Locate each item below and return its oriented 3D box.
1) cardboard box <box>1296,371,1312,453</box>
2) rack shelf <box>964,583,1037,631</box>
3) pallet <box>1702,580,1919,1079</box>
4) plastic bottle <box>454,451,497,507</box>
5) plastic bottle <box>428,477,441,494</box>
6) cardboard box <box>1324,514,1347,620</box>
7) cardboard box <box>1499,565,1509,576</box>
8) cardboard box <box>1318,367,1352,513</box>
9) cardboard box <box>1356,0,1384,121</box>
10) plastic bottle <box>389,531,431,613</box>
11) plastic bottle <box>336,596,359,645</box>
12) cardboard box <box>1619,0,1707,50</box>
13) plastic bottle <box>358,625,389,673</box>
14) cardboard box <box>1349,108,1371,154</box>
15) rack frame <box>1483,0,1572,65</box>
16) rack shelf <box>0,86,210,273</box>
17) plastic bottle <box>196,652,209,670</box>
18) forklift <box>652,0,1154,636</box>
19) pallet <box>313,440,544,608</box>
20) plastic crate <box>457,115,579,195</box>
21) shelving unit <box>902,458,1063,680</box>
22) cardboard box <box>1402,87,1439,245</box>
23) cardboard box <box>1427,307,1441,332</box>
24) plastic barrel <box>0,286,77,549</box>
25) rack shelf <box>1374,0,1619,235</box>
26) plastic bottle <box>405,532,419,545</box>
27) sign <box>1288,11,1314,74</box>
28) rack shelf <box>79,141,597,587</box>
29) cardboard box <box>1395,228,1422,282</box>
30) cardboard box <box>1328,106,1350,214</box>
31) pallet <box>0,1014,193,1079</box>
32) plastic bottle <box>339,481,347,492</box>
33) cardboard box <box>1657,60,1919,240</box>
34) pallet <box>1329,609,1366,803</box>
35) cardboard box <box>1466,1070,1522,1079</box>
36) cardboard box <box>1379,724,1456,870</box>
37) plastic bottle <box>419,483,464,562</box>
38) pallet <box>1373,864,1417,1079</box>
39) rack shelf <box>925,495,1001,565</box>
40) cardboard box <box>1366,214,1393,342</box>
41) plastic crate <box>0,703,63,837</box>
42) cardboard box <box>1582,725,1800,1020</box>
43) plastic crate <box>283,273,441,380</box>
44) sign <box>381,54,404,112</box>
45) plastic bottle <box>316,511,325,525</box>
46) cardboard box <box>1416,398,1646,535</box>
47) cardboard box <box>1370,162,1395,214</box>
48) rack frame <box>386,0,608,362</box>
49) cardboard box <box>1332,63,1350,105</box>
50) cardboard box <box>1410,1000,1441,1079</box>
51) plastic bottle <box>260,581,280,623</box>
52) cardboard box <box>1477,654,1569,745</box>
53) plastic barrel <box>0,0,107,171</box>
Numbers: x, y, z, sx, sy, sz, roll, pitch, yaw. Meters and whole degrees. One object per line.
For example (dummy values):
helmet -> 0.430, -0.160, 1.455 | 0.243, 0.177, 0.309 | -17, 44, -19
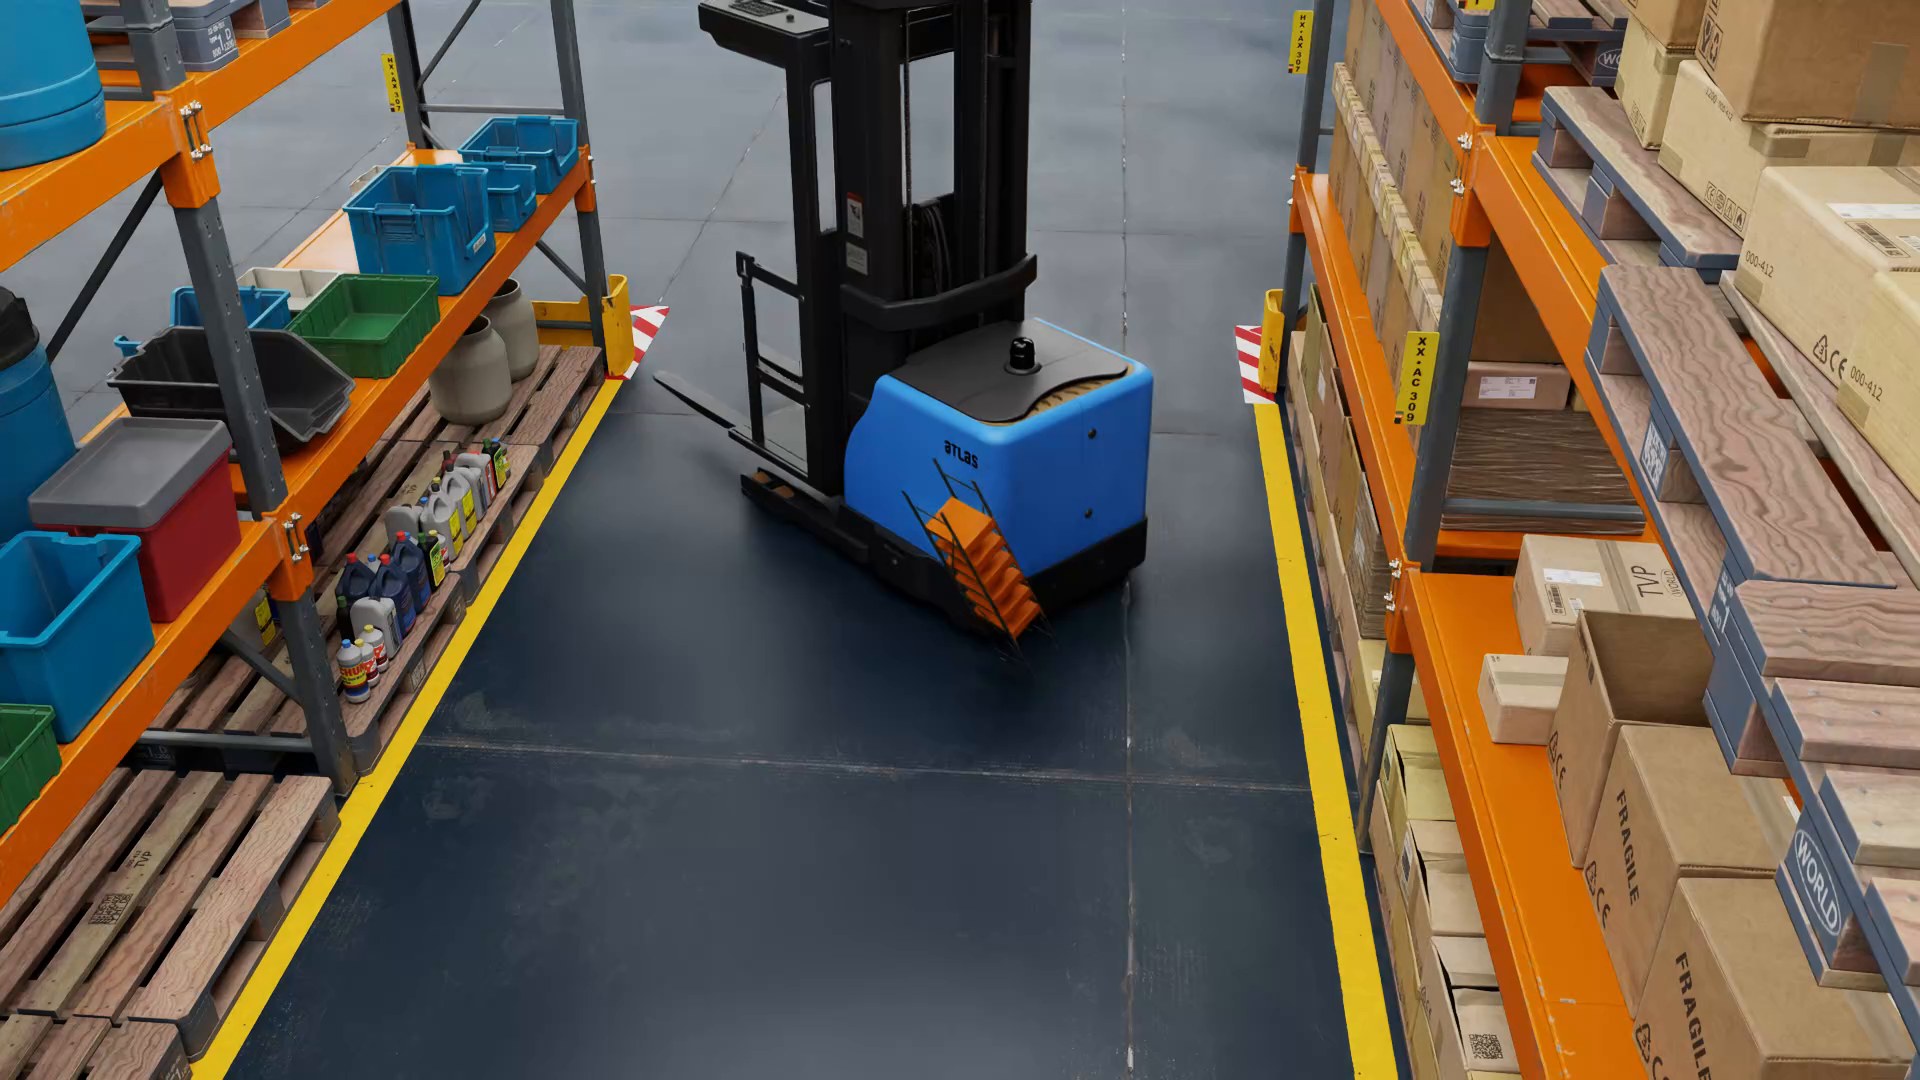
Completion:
cardboard box -> 2.039, -0.658, 8.680 | 0.500, 0.250, 0.500 | 2, 32, 4
rack shelf -> 0.166, 0.242, 7.031 | 0.258, 0.103, 0.180 | 30, 69, 38
pallet -> 1.656, 0.445, 1.989 | 1.213, 0.211, 1.003 | 4, 32, 6
plastic bottle -> -2.356, -0.314, 8.078 | 0.152, 0.276, 0.135 | 3, 32, 4
plastic bottle -> -2.493, -0.206, 7.973 | 0.097, 0.201, 0.097 | 0, 32, 0
cardboard box -> 1.912, 0.126, 7.408 | 0.500, 0.250, 0.500 | 2, 32, 4
cardboard box -> 2.398, 0.090, 6.750 | 0.500, 0.500, 0.500 | 2, 32, 4
cardboard box -> 1.951, -0.455, 7.635 | 0.500, 0.500, 0.500 | 2, 32, 4
cardboard box -> 2.249, -2.231, 7.680 | 0.700, 0.500, 0.500 | 2, 32, 3
plastic bottle -> -2.426, 0.133, 7.281 | 0.144, 0.351, 0.185 | 1, 32, 2
plastic bottle -> -2.565, 0.342, 7.006 | 0.061, 0.283, 0.133 | 2, 32, 4
cardboard box -> 1.926, -1.481, 3.964 | 0.500, 0.500, 0.500 | 3, 32, 5
plastic bottle -> -2.442, 0.445, 6.917 | 0.097, 0.201, 0.097 | 0, 32, 0
cardboard box -> 2.031, -1.905, 7.769 | 0.380, 0.149, 0.250 | 2, 32, 3
rack frame -> 2.015, -2.645, 3.965 | 1.000, 3.000, 0.127 | 2, 32, 4
rack shelf -> -3.084, -0.230, 3.590 | 1.077, 0.370, 4.000 | 2, 32, 4
plastic bottle -> -3.211, 0.399, 6.914 | 0.061, 0.283, 0.133 | 4, 32, 6
forklift -> -0.470, -1.512, 7.909 | 1.130, 2.935, 3.031 | -25, 40, -35
pallet -> -2.728, -0.107, 8.222 | 1.003, 0.211, 1.213 | 2, 32, 4
plastic crate -> -2.338, -2.059, 8.873 | 0.499, 0.251, 0.616 | 2, 32, 4
shelving unit -> 0.112, 0.144, 6.911 | 0.258, 1.200, 0.189 | 30, 69, 38
cardboard box -> 2.127, -1.444, 6.403 | 0.700, 0.500, 0.500 | 2, 32, 4
cardboard box -> 1.846, -0.690, 5.798 | 0.380, 0.149, 0.250 | 2, 32, 3
plastic barrel -> -3.255, -0.329, 5.447 | 0.600, 0.901, 0.708 | 2, 32, 4
rack shelf -> 2.178, -2.108, 6.638 | 1.077, 0.370, 4.000 | 2, 32, 4
plastic bottle -> -2.452, 0.088, 7.429 | 0.097, 0.271, 0.097 | 0, 32, 0
sign -> 1.788, -2.612, 8.728 | 0.100, 0.325, 0.005 | 2, 32, 4
rack shelf -> -2.758, -1.044, 7.771 | 1.077, 0.370, 4.000 | 2, 32, 4
cardboard box -> 1.909, -1.093, 6.451 | 0.380, 0.149, 0.250 | 2, 32, 4
cardboard box -> 2.290, -1.982, 8.511 | 0.700, 0.500, 0.500 | 2, 32, 4
pallet -> -3.043, 1.934, 4.910 | 1.003, 0.211, 1.213 | 2, 32, 4
plastic bottle -> -3.090, -0.375, 8.169 | 0.061, 0.283, 0.133 | 3, 32, 5
cardboard box -> 1.914, -0.874, 3.693 | 0.500, 0.250, 0.500 | 0, 32, -1
pallet -> 2.122, 0.682, 6.942 | 1.003, 0.211, 1.213 | 2, 32, 4
cardboard box -> 1.610, 1.671, 4.365 | 0.500, 0.311, 0.500 | 3, 32, 5
cardboard box -> 1.734, 0.867, 5.670 | 0.500, 0.311, 0.500 | 3, 32, 4
plastic bottle -> -2.392, -0.090, 7.642 | 0.144, 0.351, 0.185 | 2, 32, 4
pallet -> 1.994, 1.483, 5.643 | 1.003, 0.211, 1.213 | 2, 32, 4
rack shelf -> 0.007, -0.043, 6.679 | 0.258, 0.103, 0.180 | 30, 69, 38
cardboard box -> 2.167, -1.172, 7.198 | 0.700, 0.500, 0.500 | 3, 32, 5
plastic crate -> -2.782, 0.708, 4.444 | 0.450, 0.188, 0.662 | 2, 32, 4
cardboard box -> 1.853, 0.805, 3.990 | 0.500, 0.500, 0.500 | 3, 32, 4
plastic crate -> -2.529, -0.912, 7.073 | 0.450, 0.188, 0.662 | 2, 32, 4
sign -> -3.143, -2.540, 9.249 | 0.100, 0.325, 0.005 | 2, 32, 4
plastic bottle -> -3.098, -0.174, 7.922 | 0.097, 0.201, 0.097 | 0, 32, 0
cardboard box -> 2.045, -0.366, 5.890 | 0.700, 0.500, 0.500 | 2, 32, 3
cardboard box -> 1.969, -1.502, 7.114 | 0.380, 0.149, 0.250 | 3, 32, 4
rack frame -> -2.595, -2.396, 9.279 | 1.000, 3.000, 0.127 | 2, 32, 4
cardboard box -> 2.095, -2.306, 8.418 | 0.380, 0.149, 0.250 | 2, 32, 4
cardboard box -> 1.653, 1.639, 4.952 | 0.500, 0.250, 0.500 | 2, 32, 2
plastic bottle -> -2.991, 0.211, 7.225 | 0.152, 0.276, 0.135 | 2, 32, 4
cardboard box -> 1.740, 0.470, 4.867 | 0.380, 0.149, 0.250 | 2, 32, 4
plastic barrel -> -2.746, -1.520, 4.520 | 0.600, 0.901, 0.708 | 2, 32, 4
